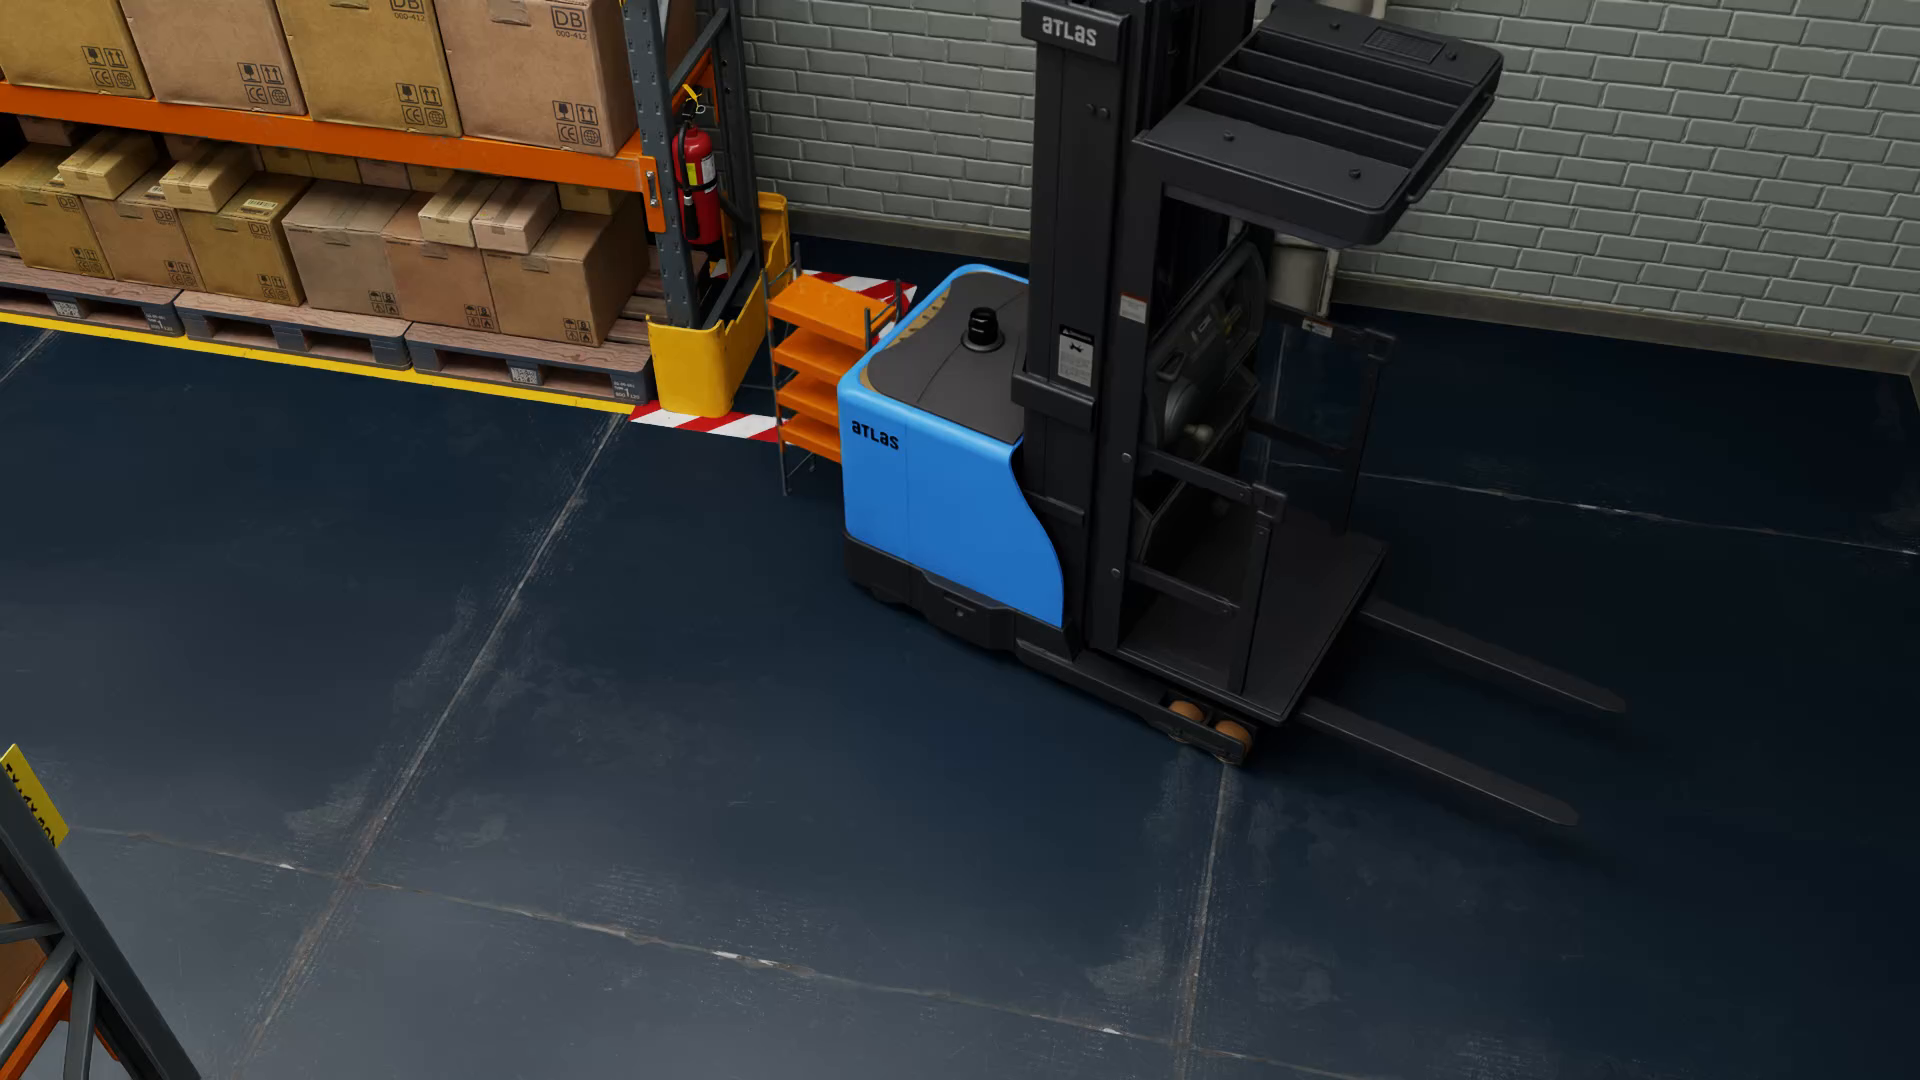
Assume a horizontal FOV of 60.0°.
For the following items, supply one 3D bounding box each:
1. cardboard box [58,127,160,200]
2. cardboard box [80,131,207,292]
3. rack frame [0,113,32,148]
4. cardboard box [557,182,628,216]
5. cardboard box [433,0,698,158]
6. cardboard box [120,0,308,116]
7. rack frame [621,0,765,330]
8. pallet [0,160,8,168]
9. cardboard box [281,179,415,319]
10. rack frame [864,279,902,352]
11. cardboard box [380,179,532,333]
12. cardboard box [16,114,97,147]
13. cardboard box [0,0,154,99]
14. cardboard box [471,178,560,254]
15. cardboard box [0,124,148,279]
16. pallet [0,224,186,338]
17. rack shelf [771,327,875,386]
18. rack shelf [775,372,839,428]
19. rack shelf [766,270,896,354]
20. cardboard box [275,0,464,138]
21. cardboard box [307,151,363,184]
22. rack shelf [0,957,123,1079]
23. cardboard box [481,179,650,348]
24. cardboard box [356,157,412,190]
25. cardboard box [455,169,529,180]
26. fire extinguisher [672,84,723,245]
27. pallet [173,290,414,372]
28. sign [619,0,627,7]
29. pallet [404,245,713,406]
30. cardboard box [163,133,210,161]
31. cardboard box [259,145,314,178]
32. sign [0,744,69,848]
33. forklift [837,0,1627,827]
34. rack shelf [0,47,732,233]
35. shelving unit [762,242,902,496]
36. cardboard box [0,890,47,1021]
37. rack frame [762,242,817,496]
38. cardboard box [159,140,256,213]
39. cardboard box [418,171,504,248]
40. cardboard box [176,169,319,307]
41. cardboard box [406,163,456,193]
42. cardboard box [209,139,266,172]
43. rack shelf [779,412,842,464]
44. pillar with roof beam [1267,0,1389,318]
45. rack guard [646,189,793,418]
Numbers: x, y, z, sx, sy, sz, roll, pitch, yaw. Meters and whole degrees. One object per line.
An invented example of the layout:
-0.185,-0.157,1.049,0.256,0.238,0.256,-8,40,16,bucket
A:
-4.066,-1.801,7.950,0.250,0.149,0.380,10,45,10,cardboard box
-3.871,-1.664,8.276,0.500,0.500,0.700,8,45,9,cardboard box
-5.068,-2.675,7.826,0.127,3.000,1.000,9,45,9,rack frame
-1.703,-1.708,7.854,0.250,0.149,0.380,9,45,9,cardboard box
-1.664,-2.247,7.166,0.700,0.700,0.980,11,45,11,cardboard box
-3.118,-2.472,7.399,0.700,0.700,0.980,7,44,7,cardboard box
-1.164,-2.069,7.196,0.127,3.000,1.000,9,45,9,rack frame
-5.837,-1.736,8.861,1.213,0.211,1.003,9,45,9,pallet
-2.848,-1.509,8.115,0.500,0.500,0.700,7,44,8,cardboard box
-0.301,-0.525,6.890,0.015,1.200,0.240,23,48,22,rack frame
-2.357,-1.434,8.036,0.500,0.500,0.700,9,45,9,cardboard box
-4.458,-2.133,8.295,0.250,0.149,0.380,9,45,9,cardboard box
-3.831,-2.575,7.506,0.700,0.700,0.980,8,44,8,cardboard box
-2.034,-1.488,7.625,0.250,0.149,0.380,8,45,9,cardboard box
-4.360,-1.743,8.357,0.500,0.500,0.700,9,45,10,cardboard box
-4.343,-1.502,8.618,1.213,0.211,1.003,9,45,9,pallet
-0.509,-0.726,6.873,0.480,0.148,0.258,23,48,22,rack shelf
-0.509,-0.565,7.028,0.480,0.148,0.258,23,48,22,rack shelf
-0.509,-0.896,6.709,0.480,0.148,0.258,23,48,22,rack shelf
-2.376,-2.350,7.272,0.700,0.700,0.980,8,45,9,cardboard box
-2.941,-1.899,8.052,0.250,0.149,0.380,9,45,9,cardboard box
-4.194,1.240,4.277,4.000,0.370,1.077,9,45,9,rack shelf
-1.869,-1.358,7.958,0.500,0.500,0.700,9,45,9,cardboard box
-2.690,-1.860,8.012,0.250,0.149,0.380,9,45,10,cardboard box
-2.198,-1.784,7.933,0.250,0.149,0.380,9,45,9,cardboard box
-1.118,-1.572,7.004,0.183,0.674,0.296,9,45,9,fire extinguisher
-3.148,-1.319,8.428,1.213,0.211,1.003,9,45,9,pallet
-1.296,-2.206,6.333,0.005,0.325,0.100,9,45,9,sign
-1.961,-1.132,8.234,1.213,0.211,1.003,9,45,9,pallet
-3.686,-2.015,8.172,0.250,0.149,0.380,8,44,8,cardboard box
-3.188,-1.937,8.092,0.250,0.149,0.380,8,44,8,cardboard box
-2.124,0.605,3.794,0.005,0.325,0.100,9,45,9,sign
1.042,-0.631,5.752,3.031,2.935,1.130,23,48,22,forklift
-3.116,-2.113,7.761,4.000,0.370,1.077,9,45,9,rack shelf
-0.509,-0.613,6.982,0.503,1.200,0.258,23,48,22,shelving unit
-2.618,1.002,3.934,0.500,0.500,0.500,10,45,10,cardboard box
-0.718,-0.701,7.073,0.015,1.200,0.240,23,48,22,rack frame
-3.556,-1.722,7.868,0.250,0.149,0.380,8,44,8,cardboard box
-2.284,-1.526,7.664,0.250,0.149,0.380,10,45,10,cardboard box
-3.370,-1.585,8.194,0.500,0.500,0.700,10,45,10,cardboard box
-2.442,-1.822,7.972,0.250,0.149,0.380,9,45,9,cardboard box
-3.440,-1.976,8.132,0.250,0.149,0.380,9,45,9,cardboard box
-0.509,-0.421,7.166,0.480,0.148,0.258,23,48,22,rack shelf
0.720,-1.493,2.273,0.400,9.000,9.100,9,45,9,pillar with roof beam
-1.141,-1.165,8.060,0.348,0.500,1.175,9,45,9,rack guard
